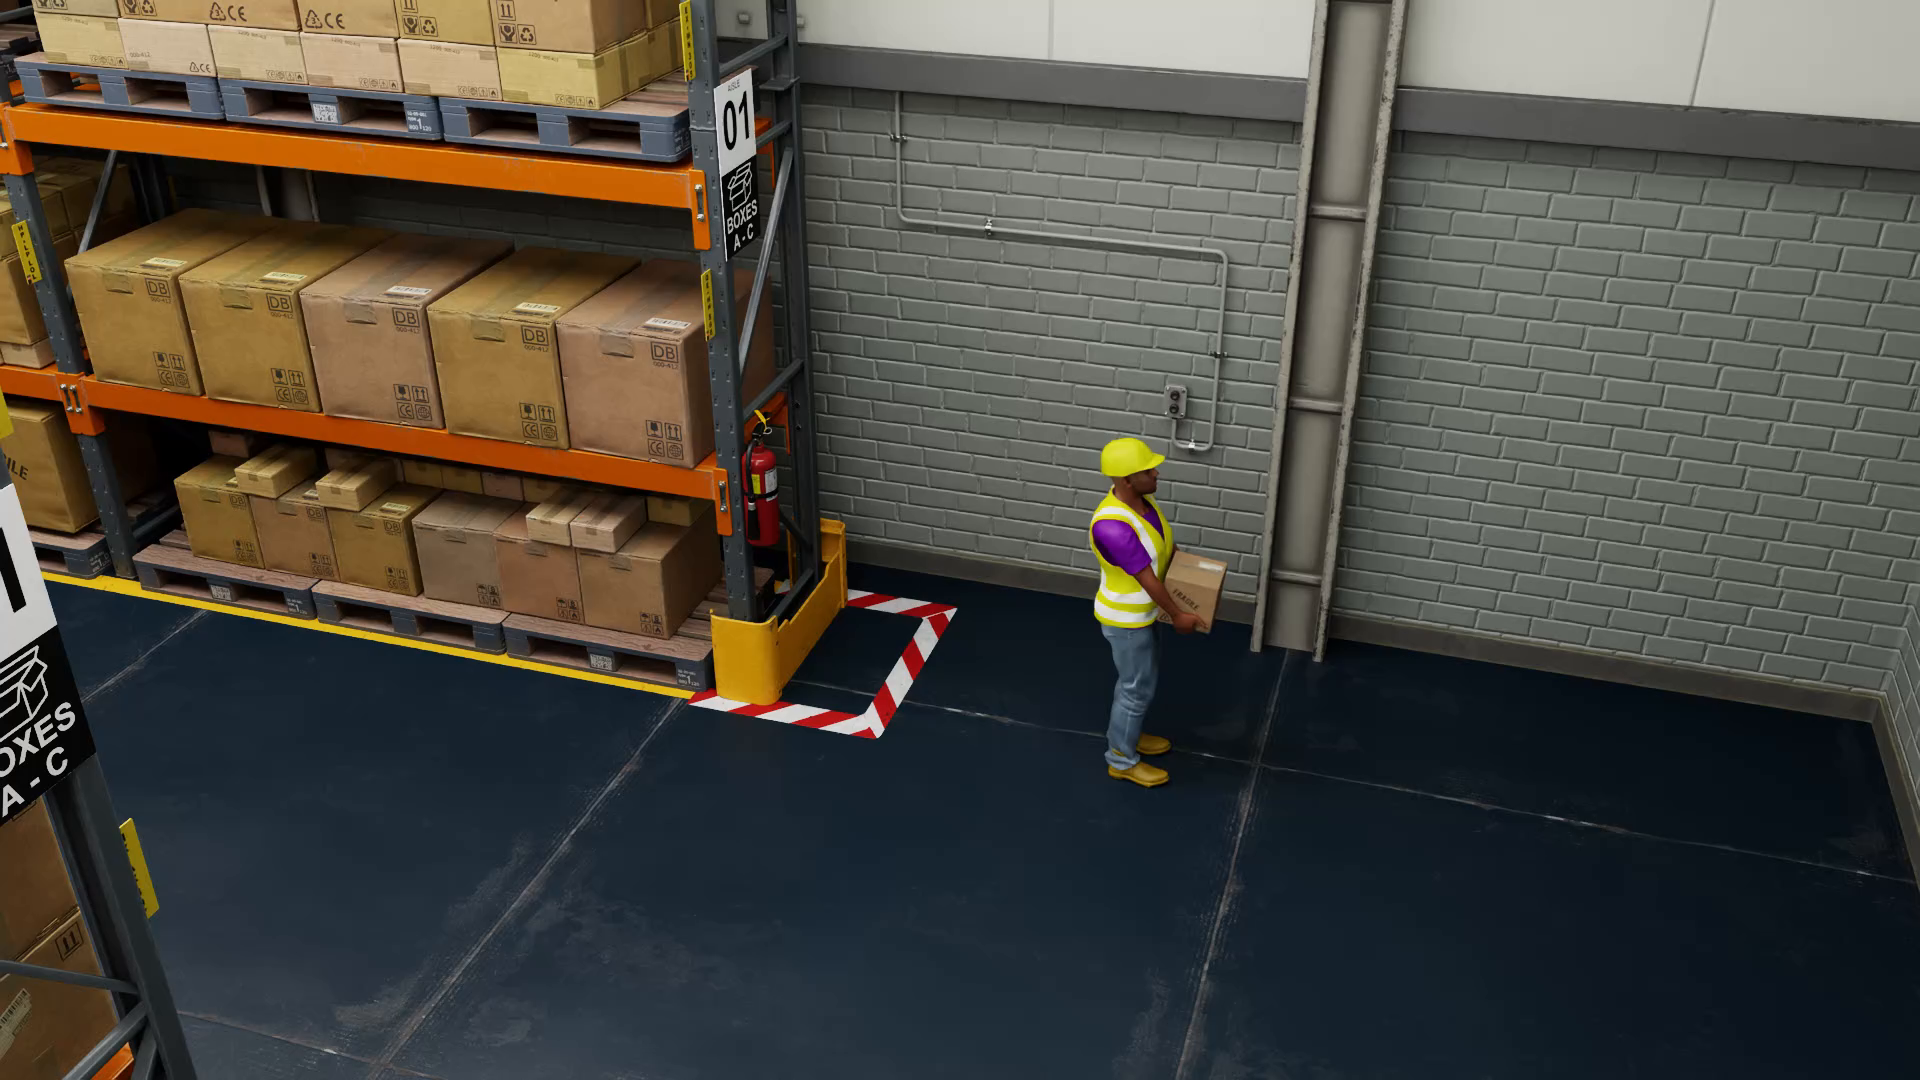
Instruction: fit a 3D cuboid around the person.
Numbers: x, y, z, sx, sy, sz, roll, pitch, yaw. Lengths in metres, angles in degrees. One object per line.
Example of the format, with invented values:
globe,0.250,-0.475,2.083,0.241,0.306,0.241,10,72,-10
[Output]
person,0.909,0.342,7.875,0.577,1.761,0.502,9,30,15
